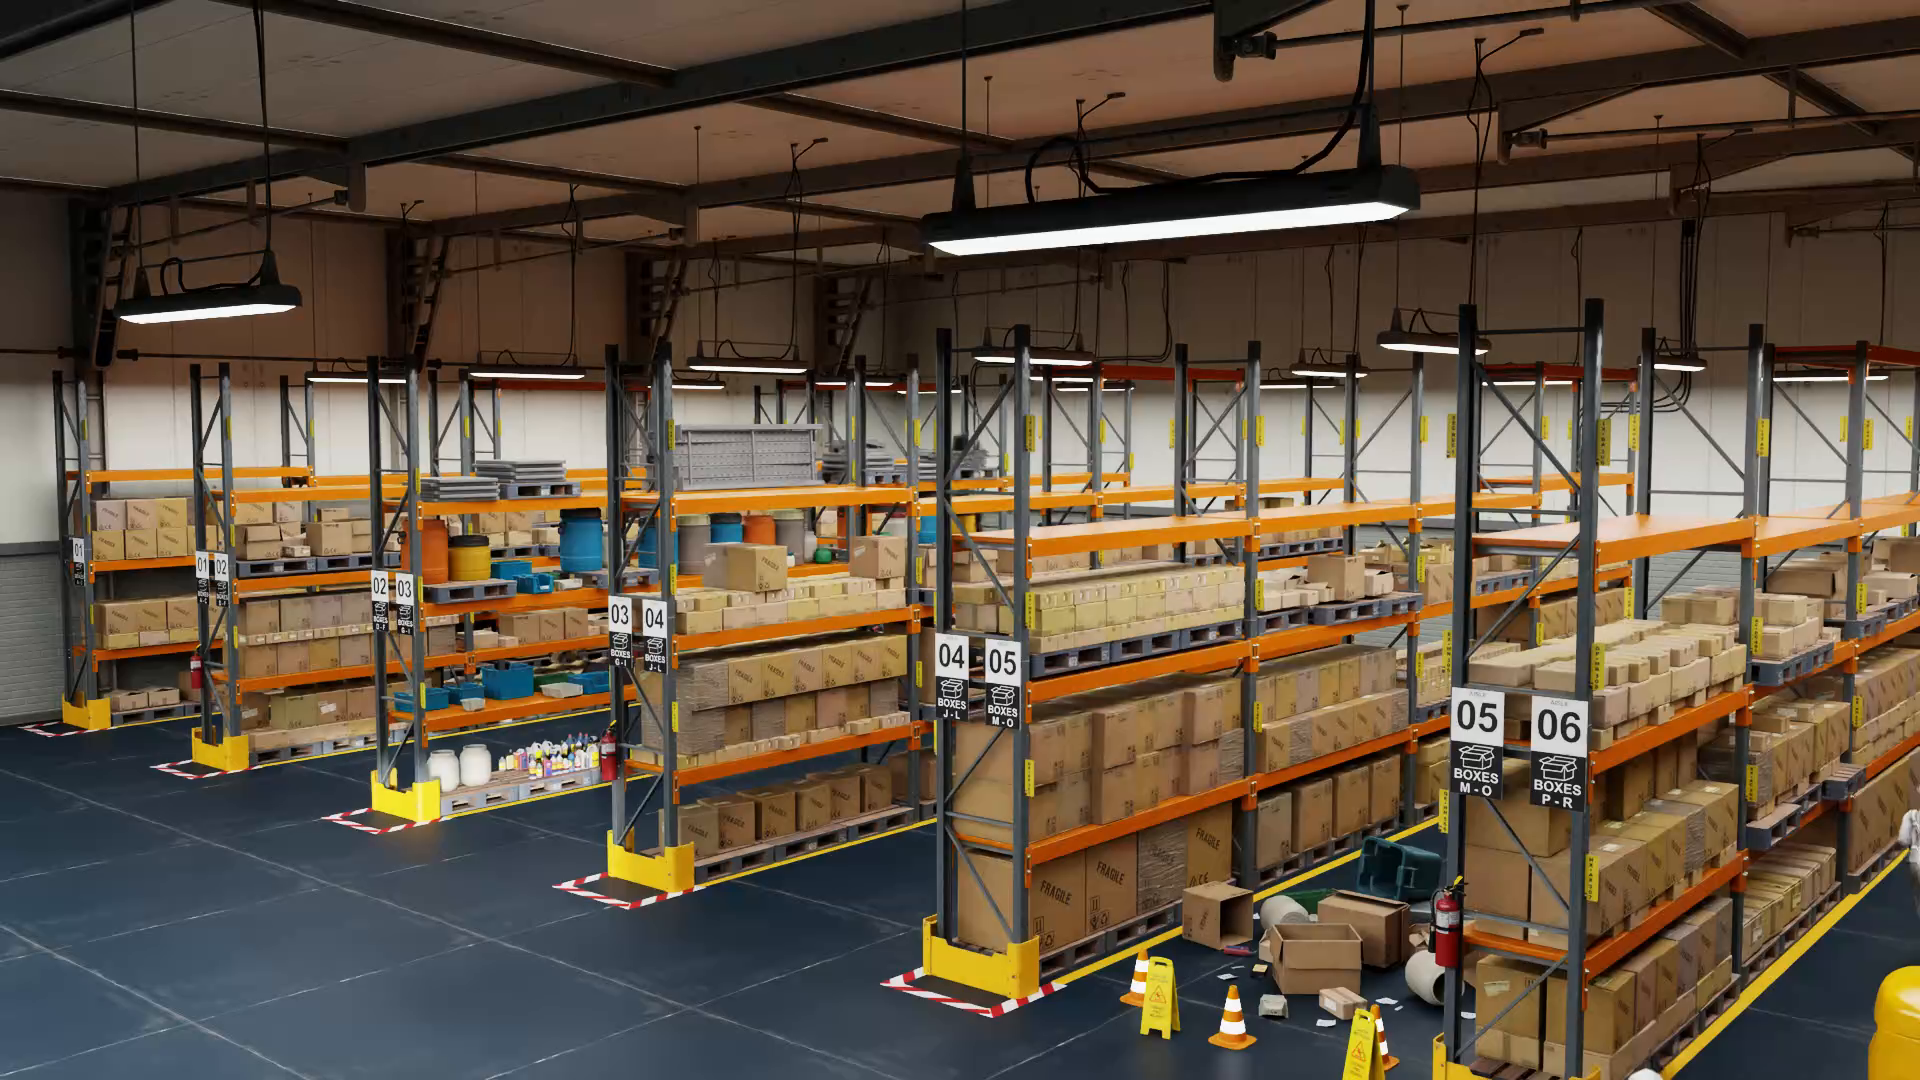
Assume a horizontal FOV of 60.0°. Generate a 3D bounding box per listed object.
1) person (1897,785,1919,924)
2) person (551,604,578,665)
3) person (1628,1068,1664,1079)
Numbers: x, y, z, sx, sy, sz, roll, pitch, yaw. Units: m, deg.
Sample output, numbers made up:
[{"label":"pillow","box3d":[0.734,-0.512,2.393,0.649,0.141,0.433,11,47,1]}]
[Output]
[{"label":"person","box3d":[9.487,3.192,16.211,0.613,1.605,0.667,2,5,27]},{"label":"person","box3d":[-7.472,2.063,31.540,0.631,1.713,0.642,1,4,8]},{"label":"person","box3d":[3.685,3.652,8.959,0.647,1.721,0.719,3,5,38]}]
